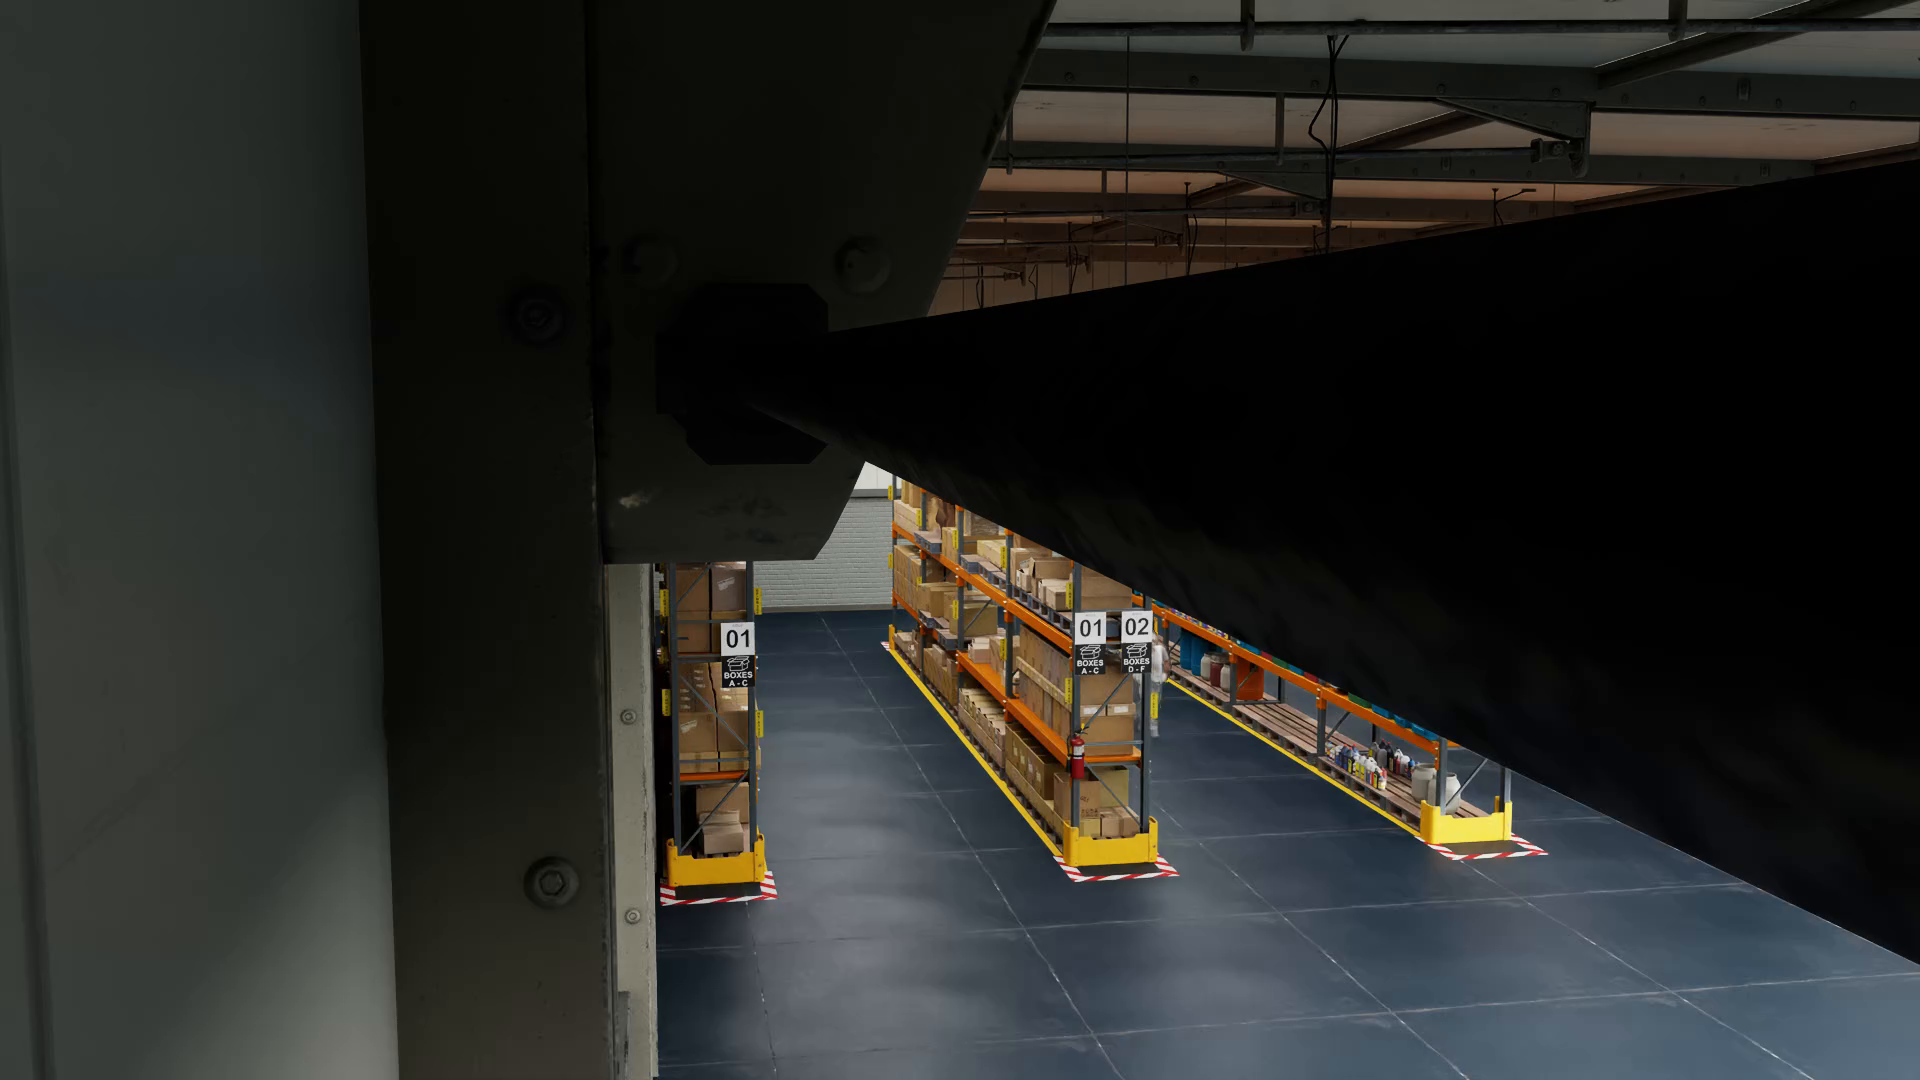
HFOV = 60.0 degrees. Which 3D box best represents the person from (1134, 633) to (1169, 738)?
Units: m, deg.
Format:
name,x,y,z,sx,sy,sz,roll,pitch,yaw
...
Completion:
name,x,y,z,sx,sy,sz,roll,pitch,yaw
person,3.220,2.419,28.365,0.681,1.769,1.002,-1,6,-9
